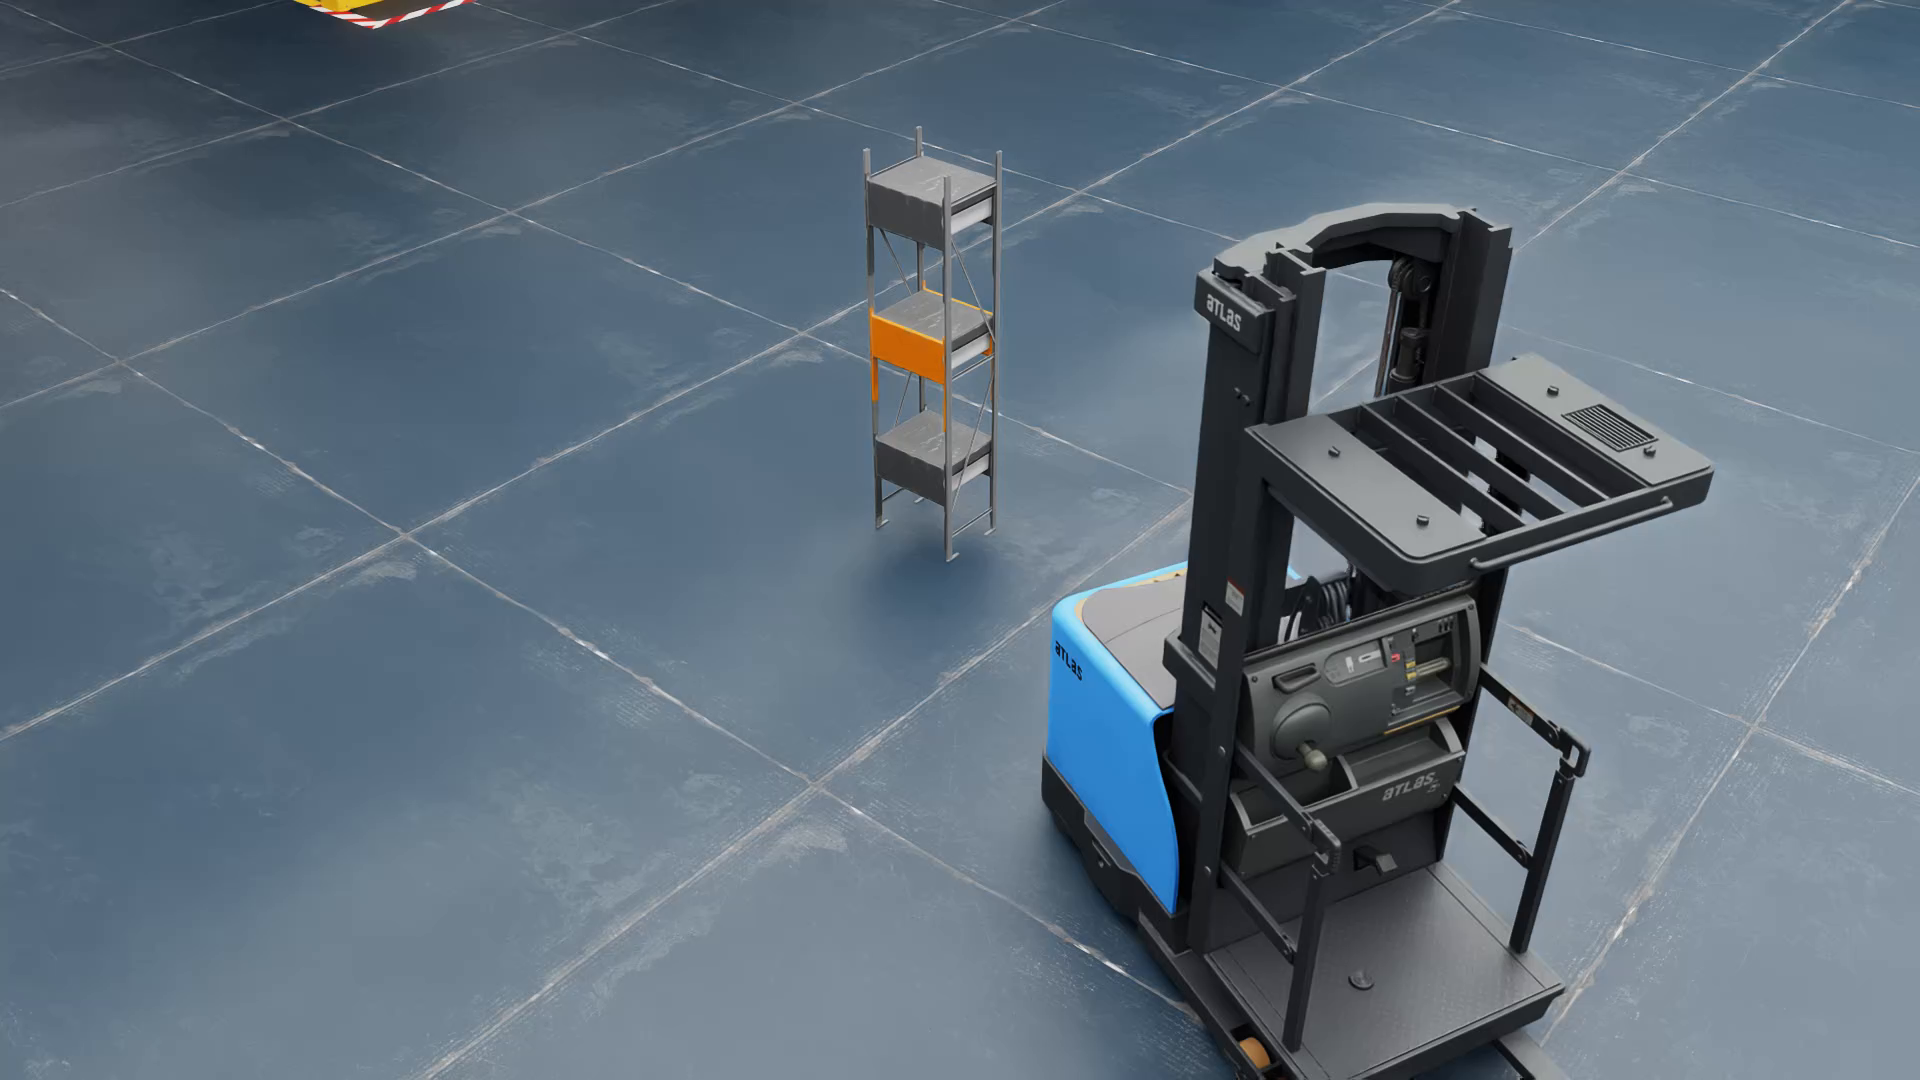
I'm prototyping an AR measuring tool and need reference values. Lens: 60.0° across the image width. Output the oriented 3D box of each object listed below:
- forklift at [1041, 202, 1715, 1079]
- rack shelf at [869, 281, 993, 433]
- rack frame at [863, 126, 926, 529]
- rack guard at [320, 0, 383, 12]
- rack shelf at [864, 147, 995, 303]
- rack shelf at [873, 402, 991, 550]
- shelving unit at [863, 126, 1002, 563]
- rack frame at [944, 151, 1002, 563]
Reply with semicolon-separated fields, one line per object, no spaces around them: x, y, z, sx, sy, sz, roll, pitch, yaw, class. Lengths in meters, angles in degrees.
1.444;0.543;5.370;1.130;2.935;3.031;-15;37;-21;forklift
-0.127;-0.914;8.251;0.480;0.518;0.431;25;42;32;rack shelf
-0.315;-1.014;8.372;0.015;2.100;0.400;25;42;32;rack frame
-5.830;-5.676;16.573;0.348;0.500;1.175;25;42;32;rack guard
-0.127;-1.491;7.854;0.480;0.518;0.431;25;42;32;rack shelf
-0.127;-0.337;8.647;0.480;0.518;0.431;25;42;32;rack shelf
-0.127;-0.926;8.243;0.503;2.100;0.431;25;42;32;shelving unit
0.060;-0.837;8.114;0.015;2.100;0.400;25;42;32;rack frame
